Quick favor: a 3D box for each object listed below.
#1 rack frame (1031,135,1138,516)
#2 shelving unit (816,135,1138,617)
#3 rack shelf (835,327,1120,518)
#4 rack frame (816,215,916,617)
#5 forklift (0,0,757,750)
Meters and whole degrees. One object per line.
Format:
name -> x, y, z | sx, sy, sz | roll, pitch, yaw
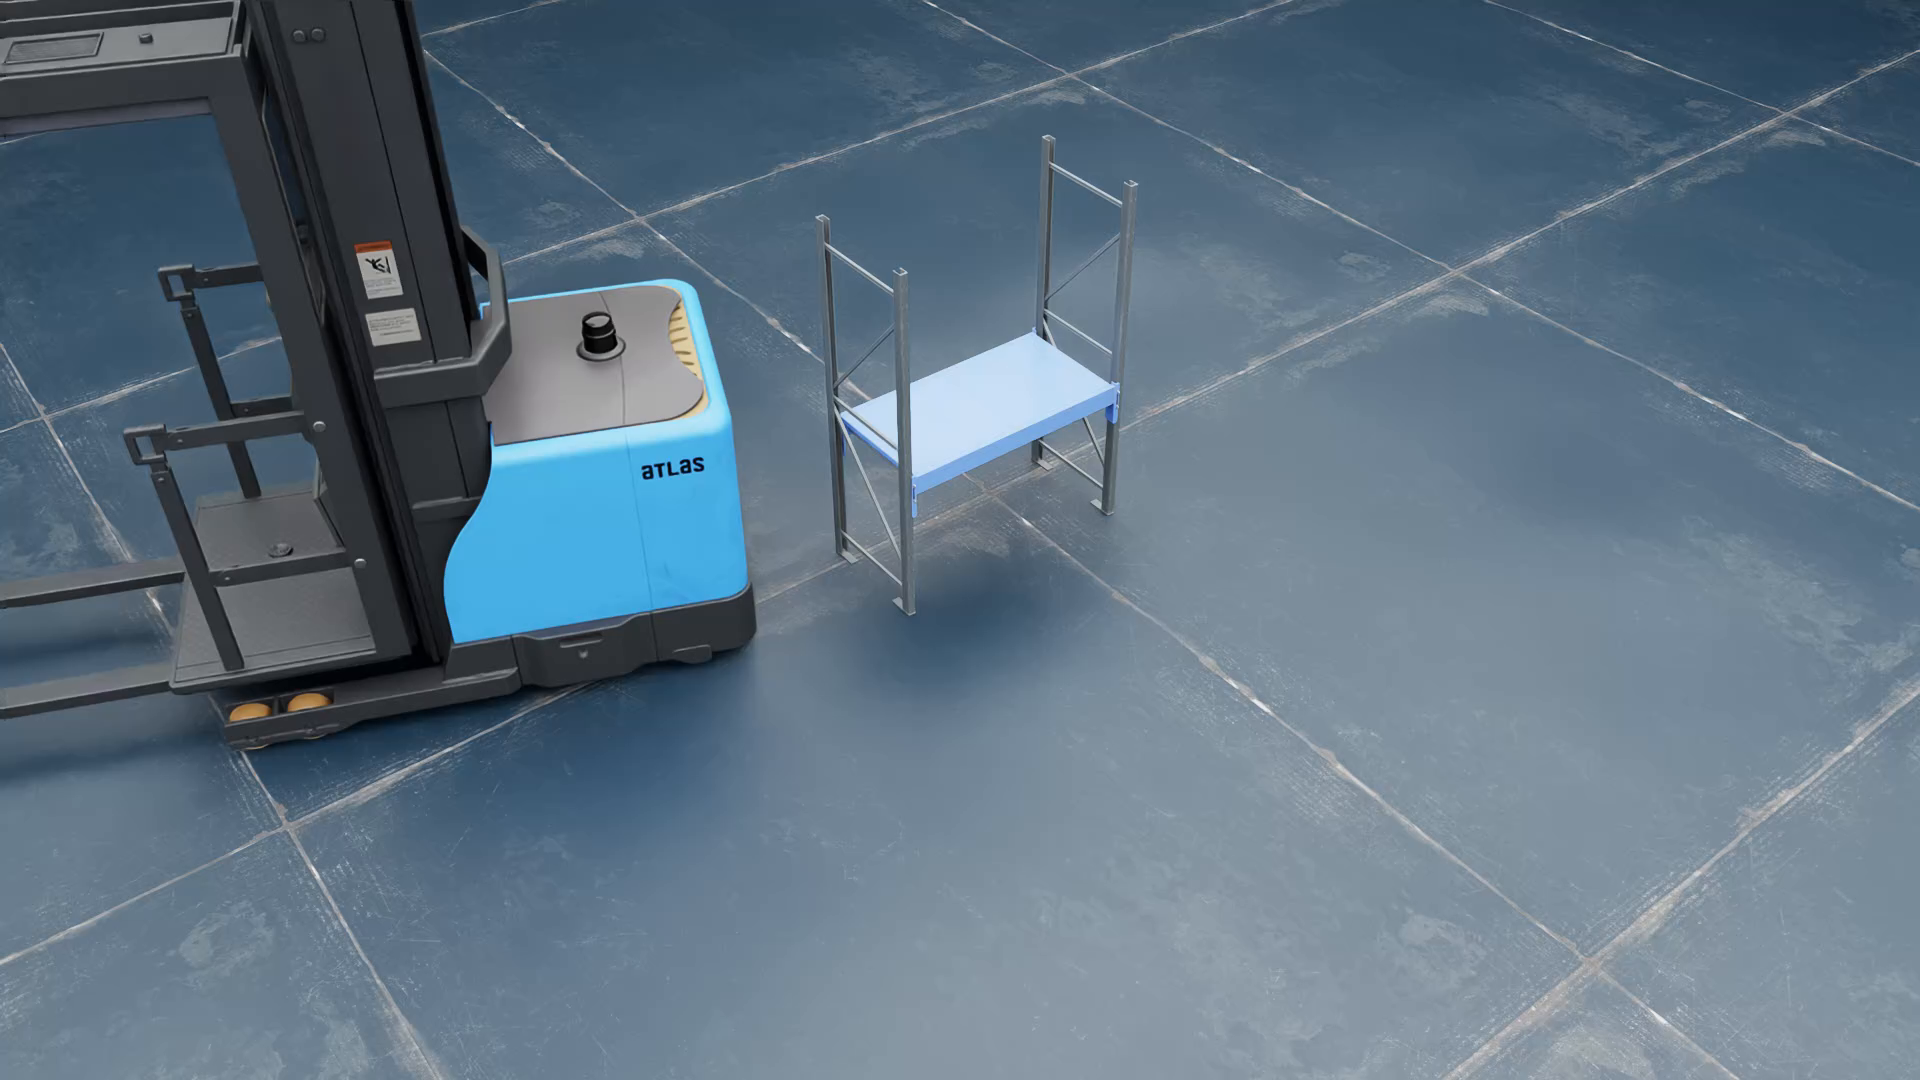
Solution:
rack frame -> 0.471, -0.809, 6.554 | 0.032, 1.500, 0.500 | -26, 46, -28
shelving unit -> 0.068, -0.613, 6.315 | 1.048, 1.500, 0.538 | -26, 46, -28
rack shelf -> 0.068, -0.474, 6.429 | 1.000, 0.185, 0.538 | -26, 46, -28
rack frame -> -0.335, -0.416, 6.075 | 0.032, 1.500, 0.500 | -26, 46, -28
forklift -> -2.336, -0.769, 5.376 | 3.031, 2.935, 1.130 | -10, 40, -11
